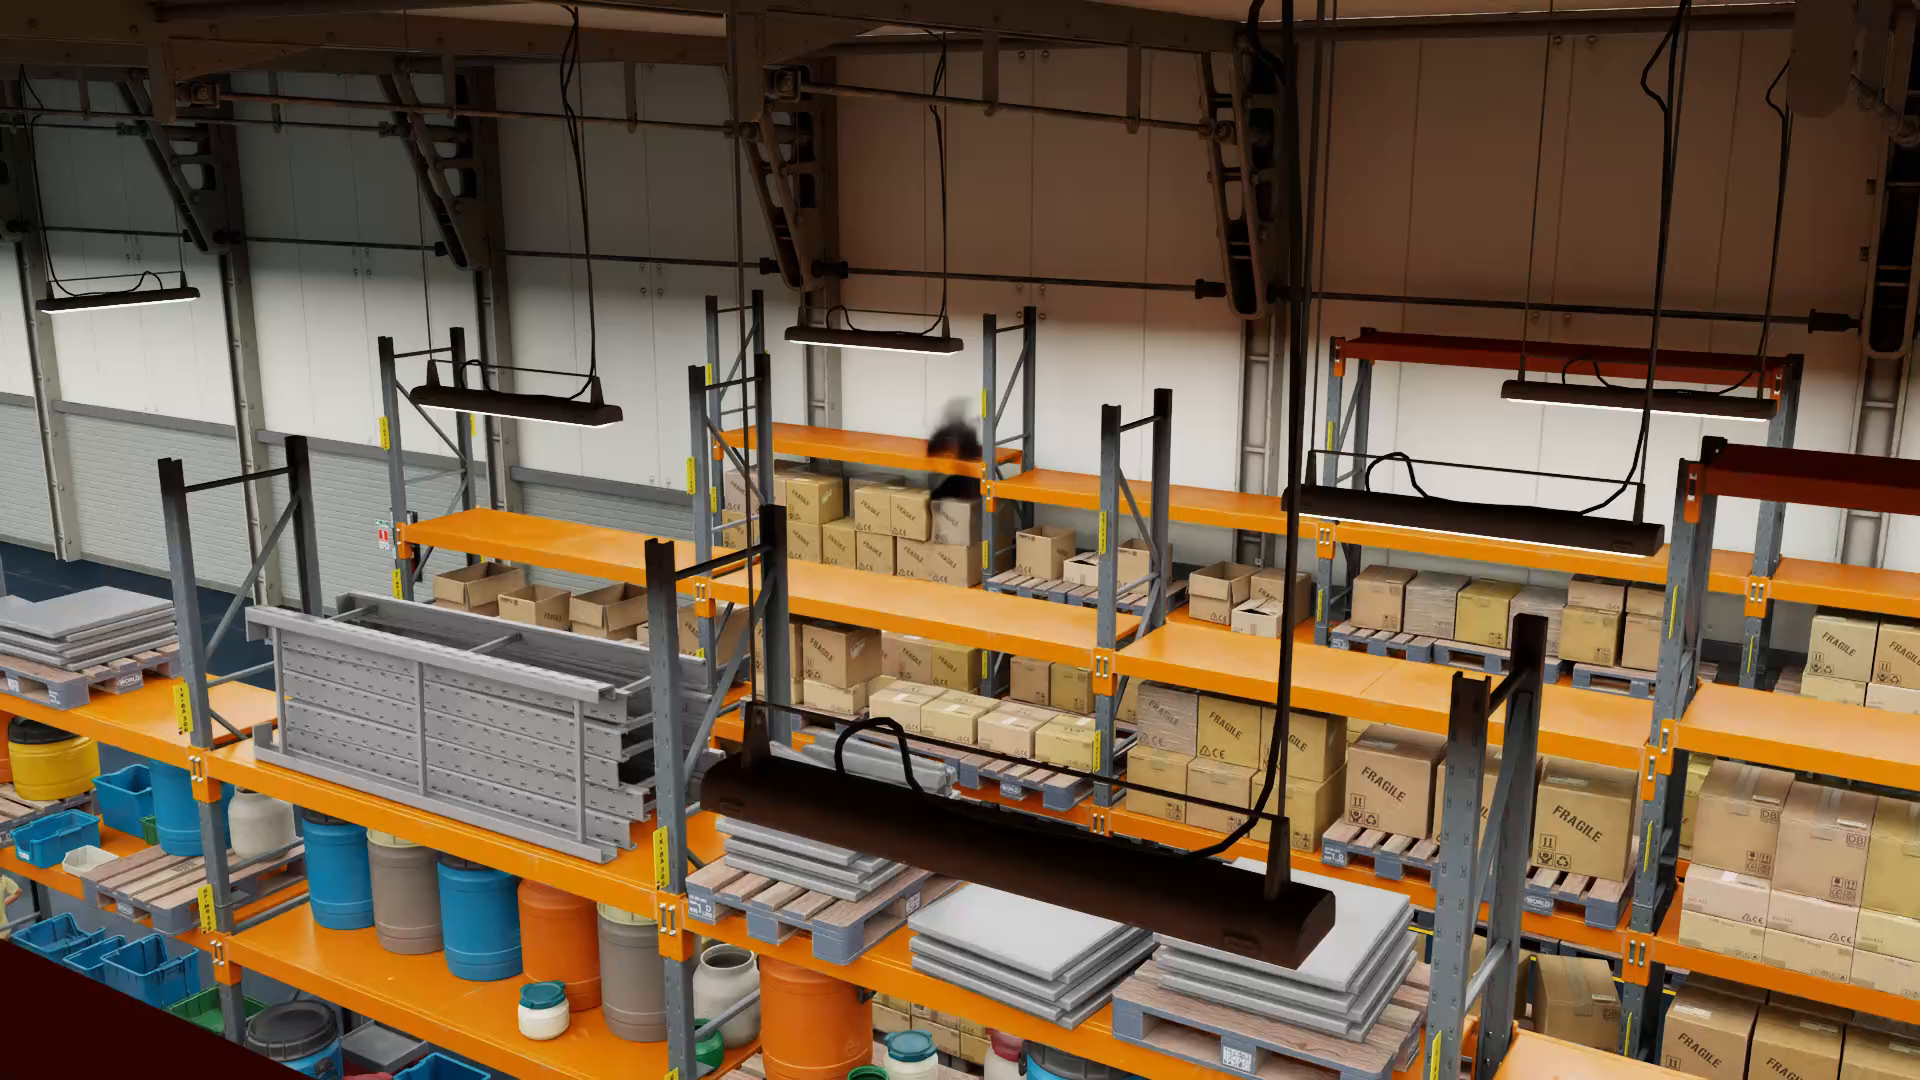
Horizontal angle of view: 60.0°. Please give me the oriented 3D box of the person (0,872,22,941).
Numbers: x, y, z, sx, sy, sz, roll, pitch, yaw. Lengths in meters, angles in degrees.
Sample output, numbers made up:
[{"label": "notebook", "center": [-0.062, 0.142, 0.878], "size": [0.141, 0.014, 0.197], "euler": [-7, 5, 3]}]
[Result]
[{"label": "person", "center": [-8.767, 3.653, 15.125], "size": [0.771, 1.671, 0.627], "euler": [-1, 14, -2]}]
